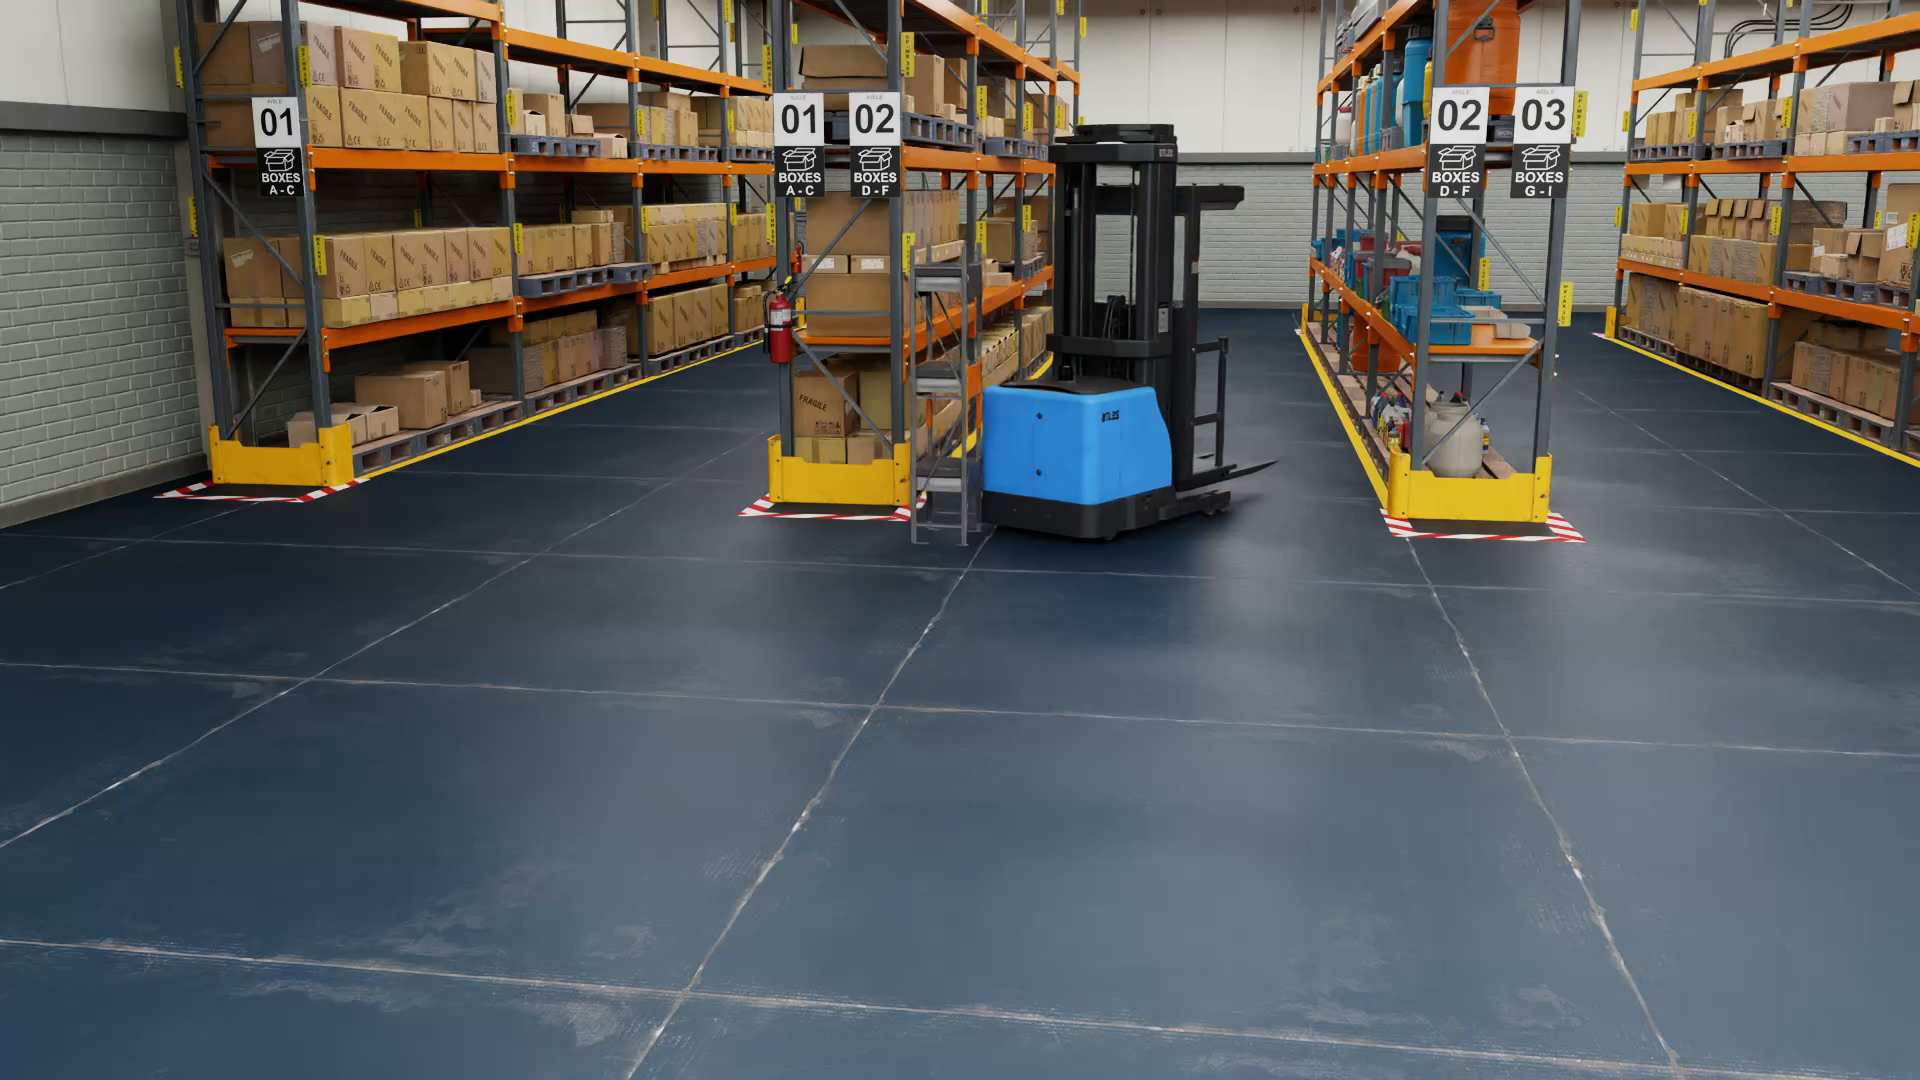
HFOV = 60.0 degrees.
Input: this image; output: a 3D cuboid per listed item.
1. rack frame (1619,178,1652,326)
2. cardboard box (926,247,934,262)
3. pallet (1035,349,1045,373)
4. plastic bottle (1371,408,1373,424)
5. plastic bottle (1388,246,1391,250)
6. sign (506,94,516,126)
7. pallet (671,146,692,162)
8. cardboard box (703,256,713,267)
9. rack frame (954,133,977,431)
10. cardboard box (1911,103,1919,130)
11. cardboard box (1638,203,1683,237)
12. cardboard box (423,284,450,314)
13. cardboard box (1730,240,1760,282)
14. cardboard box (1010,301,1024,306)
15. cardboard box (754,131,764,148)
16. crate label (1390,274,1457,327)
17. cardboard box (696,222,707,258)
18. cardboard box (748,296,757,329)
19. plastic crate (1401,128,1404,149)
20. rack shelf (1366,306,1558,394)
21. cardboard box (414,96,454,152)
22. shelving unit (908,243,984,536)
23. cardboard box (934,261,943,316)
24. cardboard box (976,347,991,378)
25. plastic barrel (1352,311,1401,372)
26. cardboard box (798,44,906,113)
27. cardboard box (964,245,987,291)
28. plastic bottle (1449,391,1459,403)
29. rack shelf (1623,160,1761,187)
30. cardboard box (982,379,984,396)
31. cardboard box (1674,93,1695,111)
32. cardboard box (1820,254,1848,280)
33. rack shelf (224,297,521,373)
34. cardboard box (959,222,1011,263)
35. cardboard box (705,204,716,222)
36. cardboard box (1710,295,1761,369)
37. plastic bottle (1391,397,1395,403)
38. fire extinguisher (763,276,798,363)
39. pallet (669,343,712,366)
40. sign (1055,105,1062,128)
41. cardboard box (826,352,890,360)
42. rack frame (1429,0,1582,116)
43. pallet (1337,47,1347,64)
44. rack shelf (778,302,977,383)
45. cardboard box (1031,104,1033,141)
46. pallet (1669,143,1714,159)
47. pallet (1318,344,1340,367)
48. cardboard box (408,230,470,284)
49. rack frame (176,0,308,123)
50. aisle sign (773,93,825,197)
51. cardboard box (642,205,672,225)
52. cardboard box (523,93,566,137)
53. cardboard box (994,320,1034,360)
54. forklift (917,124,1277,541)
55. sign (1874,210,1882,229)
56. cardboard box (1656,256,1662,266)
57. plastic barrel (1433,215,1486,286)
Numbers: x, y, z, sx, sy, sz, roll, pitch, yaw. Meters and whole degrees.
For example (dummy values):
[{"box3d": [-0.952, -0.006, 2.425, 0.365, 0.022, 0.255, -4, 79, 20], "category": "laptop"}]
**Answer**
[{"box3d": [11.304, -4.805, 27.171, 0.949, 2.616, 0.053, 2, 12, 9], "category": "rack frame"}, {"box3d": [-0.438, -2.557, 14.962, 0.380, 0.149, 0.250, 2, 12, 9], "category": "cardboard box"}, {"box3d": [0.624, -2.506, 23.121, 1.003, 0.211, 1.213, 2, 12, 9], "category": "pallet"}, {"box3d": [4.047, -1.221, 16.135, 0.097, 0.201, 0.097, 0, 12, 0], "category": "plastic bottle"}, {"box3d": [5.973, -3.907, 23.120, 0.144, 0.351, 0.185, 2, 12, 9], "category": "plastic bottle"}, {"box3d": [-4.691, -4.492, 17.370, 0.100, 0.325, 0.005, 2, 12, 9], "category": "sign"}, {"box3d": [-4.398, -5.364, 23.093, 1.003, 0.211, 1.213, 2, 12, 11], "category": "pallet"}, {"box3d": [-3.853, -4.099, 24.442, 0.380, 0.149, 0.250, 2, 12, 9], "category": "cardboard box"}, {"box3d": [-0.333, -2.629, 17.073, 1.000, 3.000, 0.127, 2, 12, 9], "category": "rack frame"}, {"box3d": [9.501, -4.112, 16.157, 0.396, 0.266, 0.258, 2, 12, 11], "category": "cardboard box"}, {"box3d": [10.809, -4.941, 25.669, 0.500, 0.500, 0.500, 2, 12, 7], "category": "cardboard box"}, {"box3d": [-5.225, -2.304, 15.871, 0.500, 0.250, 0.500, 2, 12, 9], "category": "cardboard box"}, {"box3d": [10.060, -3.512, 20.930, 0.500, 0.500, 0.500, 1, 12, 7], "category": "cardboard box"}, {"box3d": [0.705, -3.415, 25.611, 0.500, 0.500, 0.500, 2, 12, 9], "category": "cardboard box"}, {"box3d": [-3.467, -6.449, 26.801, 0.500, 0.250, 0.500, 2, 12, 7], "category": "cardboard box"}, {"box3d": [3.961, -2.044, 14.276, 0.502, 0.435, 0.616, 2, 12, 9], "category": "crate label"}, {"box3d": [-3.974, -4.343, 24.036, 0.500, 0.500, 0.500, 2, 12, 9], "category": "cardboard box"}, {"box3d": [-3.701, -3.694, 26.953, 0.700, 0.500, 0.500, 2, 12, 8], "category": "cardboard box"}, {"box3d": [4.049, -3.511, 14.548, 0.336, 0.188, 0.450, 2, 12, 9], "category": "plastic crate"}, {"box3d": [4.253, -1.700, 14.469, 1.077, 0.370, 4.000, 2, 12, 9], "category": "rack shelf"}, {"box3d": [-5.200, -3.979, 15.933, 0.500, 0.500, 0.500, 1, 12, 6], "category": "cardboard box"}, {"box3d": [-0.095, -1.038, 11.825, 0.431, 2.100, 0.499, 3, 12, 13], "category": "shelving unit"}, {"box3d": [-0.551, -2.371, 15.639, 0.700, 0.500, 0.500, 2, 12, 9], "category": "cardboard box"}, {"box3d": [0.059, -1.946, 18.104, 0.500, 0.311, 0.500, 2, 12, 8], "category": "cardboard box"}, {"box3d": [5.234, -2.547, 20.848, 0.600, 0.830, 0.708, 2, 12, 9], "category": "plastic barrel"}, {"box3d": [-0.856, -3.707, 13.378, 0.797, 0.503, 0.637, 3, 12, 13], "category": "cardboard box"}, {"box3d": [0.040, -3.161, 19.303, 0.500, 0.500, 0.500, 1, 12, 6], "category": "cardboard box"}, {"box3d": [4.747, -1.245, 15.892, 0.144, 0.351, 0.185, 2, 12, 7], "category": "plastic bottle"}, {"box3d": [10.993, -5.504, 24.999, 1.077, 0.370, 4.000, 2, 12, 9], "category": "rack shelf"}, {"box3d": [-0.026, -1.566, 17.671, 0.500, 0.250, 0.500, 2, 12, 7], "category": "cardboard box"}, {"box3d": [10.980, -6.521, 24.761, 0.500, 0.250, 0.500, 1, 12, 7], "category": "cardboard box"}, {"box3d": [9.585, -2.931, 17.831, 0.500, 0.250, 0.500, 2, 12, 7], "category": "cardboard box"}, {"box3d": [-5.536, -2.021, 15.958, 1.077, 0.370, 4.000, 2, 12, 9], "category": "rack shelf"}, {"box3d": [0.268, -3.851, 21.507, 0.700, 0.500, 0.500, -2, 12, -10], "category": "cardboard box"}, {"box3d": [-3.905, -4.813, 24.437, 0.500, 0.250, 0.500, 2, 12, 10], "category": "cardboard box"}, {"box3d": [10.341, -2.635, 21.147, 1.225, 0.875, 0.875, 2, 12, 9], "category": "cardboard box"}, {"box3d": [4.161, -1.231, 15.991, 0.061, 0.283, 0.133, 2, 12, 9], "category": "plastic bottle"}, {"box3d": [-1.425, -1.749, 13.173, 0.296, 0.674, 0.183, 2, 12, 9], "category": "fire extinguisher"}, {"box3d": [-4.227, -2.673, 23.897, 1.003, 0.211, 1.213, 2, 12, 9], "category": "pallet"}, {"box3d": [1.446, -6.189, 24.309, 0.100, 0.325, 0.005, 2, 12, 9], "category": "sign"}, {"box3d": [-0.942, -1.458, 15.390, 0.500, 0.500, 0.500, 2, 12, 9], "category": "cardboard box"}, {"box3d": [3.946, -4.568, 11.829, 1.000, 3.000, 0.127, 2, 12, 9], "category": "rack frame"}, {"box3d": [5.694, -6.605, 22.678, 1.003, 0.211, 1.213, 2, 12, 9], "category": "pallet"}, {"box3d": [-0.641, -1.861, 15.217, 1.077, 0.370, 4.000, 2, 12, 9], "category": "rack shelf"}, {"box3d": [0.747, -5.961, 23.944, 0.600, 0.600, 0.600, 1, 12, 3], "category": "cardboard box"}, {"box3d": [10.821, -5.566, 23.790, 1.003, 0.211, 1.213, 2, 12, 9], "category": "pallet"}, {"box3d": [5.631, -2.611, 23.607, 1.003, 0.211, 1.213, 2, 12, 9], "category": "pallet"}, {"box3d": [-5.155, -2.775, 16.278, 0.500, 0.500, 0.500, 2, 12, 7], "category": "cardboard box"}, {"box3d": [-5.844, -4.889, 13.319, 1.000, 3.000, 0.127, 2, 12, 9], "category": "rack frame"}, {"box3d": [-1.249, -3.063, 12.916, 0.394, 0.787, 0.004, 2, 12, 9], "category": "aisle sign"}, {"box3d": [-4.207, -4.390, 22.474, 0.500, 0.250, 0.500, 2, 12, 8], "category": "cardboard box"}, {"box3d": [-4.876, -4.877, 19.151, 0.500, 0.500, 0.500, 1, 12, 7], "category": "cardboard box"}, {"box3d": [0.709, -2.650, 22.057, 0.500, 0.500, 0.500, 1, 12, 7], "category": "cardboard box"}, {"box3d": [1.202, -1.642, 12.657, 1.319, 2.935, 3.643, 10, 16, 38], "category": "forklift"}, {"box3d": [10.608, -3.652, 19.258, 0.100, 0.325, 0.005, 2, 12, 9], "category": "sign"}, {"box3d": [10.566, -4.138, 24.672, 0.380, 0.149, 0.250, 2, 12, 10], "category": "cardboard box"}, {"box3d": [4.920, -2.784, 16.600, 0.600, 0.901, 0.708, 2, 12, 9], "category": "plastic barrel"}]
